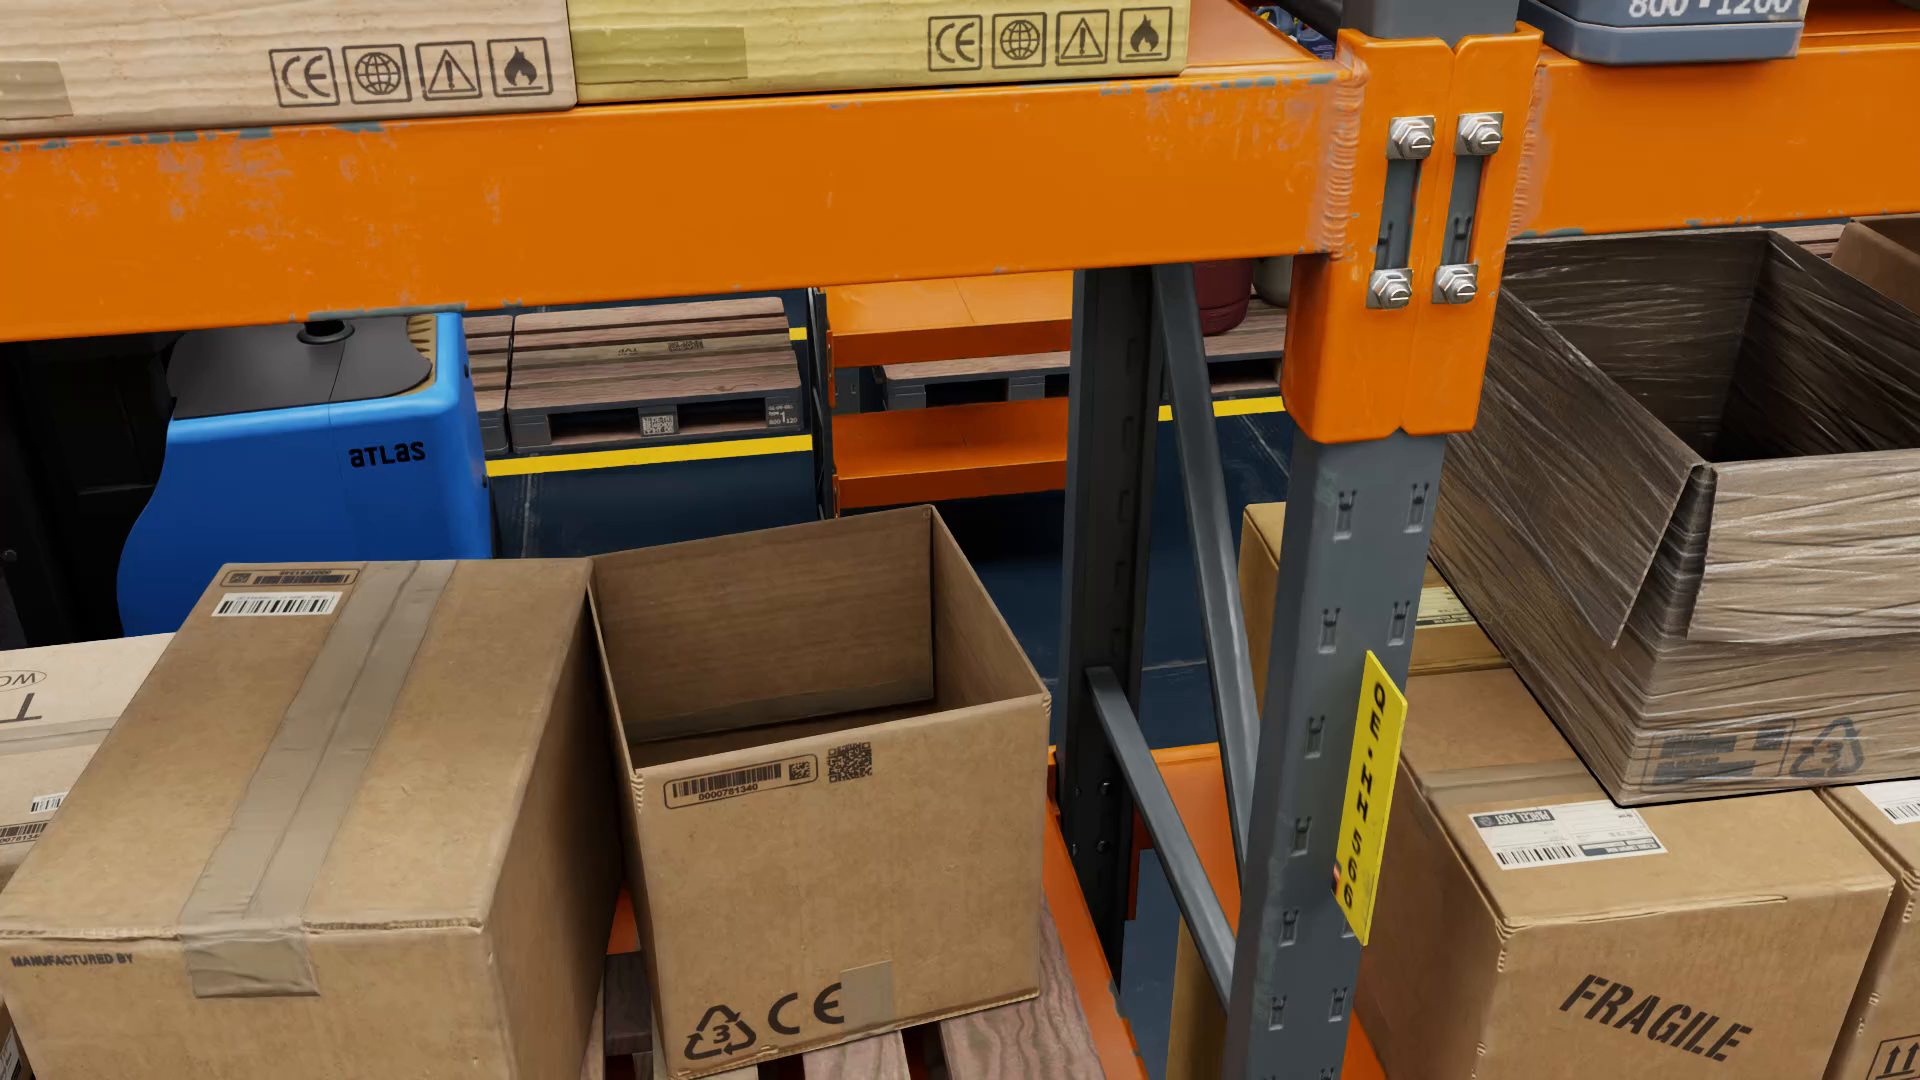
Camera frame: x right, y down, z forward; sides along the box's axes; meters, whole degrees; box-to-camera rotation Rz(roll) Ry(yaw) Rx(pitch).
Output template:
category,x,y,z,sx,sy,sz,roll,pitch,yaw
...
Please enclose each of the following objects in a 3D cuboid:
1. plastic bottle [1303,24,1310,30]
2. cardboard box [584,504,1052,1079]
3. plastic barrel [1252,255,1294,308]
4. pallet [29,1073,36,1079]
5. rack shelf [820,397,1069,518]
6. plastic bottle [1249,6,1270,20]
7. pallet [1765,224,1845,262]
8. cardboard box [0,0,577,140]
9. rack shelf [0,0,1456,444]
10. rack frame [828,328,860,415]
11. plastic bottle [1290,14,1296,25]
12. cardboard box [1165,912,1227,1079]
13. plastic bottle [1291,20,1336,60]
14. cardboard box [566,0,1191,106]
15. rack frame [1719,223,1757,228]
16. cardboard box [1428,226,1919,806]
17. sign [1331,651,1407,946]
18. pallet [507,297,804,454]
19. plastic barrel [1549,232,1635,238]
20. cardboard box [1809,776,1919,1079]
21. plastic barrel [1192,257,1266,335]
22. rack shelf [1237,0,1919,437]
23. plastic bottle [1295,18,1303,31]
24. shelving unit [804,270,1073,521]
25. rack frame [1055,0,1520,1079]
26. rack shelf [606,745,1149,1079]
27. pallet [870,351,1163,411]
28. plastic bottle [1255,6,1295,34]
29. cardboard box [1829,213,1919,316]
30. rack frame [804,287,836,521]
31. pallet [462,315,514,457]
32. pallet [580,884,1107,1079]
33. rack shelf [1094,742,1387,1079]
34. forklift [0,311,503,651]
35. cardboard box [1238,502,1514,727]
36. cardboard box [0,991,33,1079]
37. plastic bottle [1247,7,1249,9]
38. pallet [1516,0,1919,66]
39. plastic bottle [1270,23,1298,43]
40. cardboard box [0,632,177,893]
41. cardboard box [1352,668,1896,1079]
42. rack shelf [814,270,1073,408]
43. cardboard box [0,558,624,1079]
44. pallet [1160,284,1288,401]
category,x,y,z,sx,sy,sz,roll,pitch,yaw
plastic bottle,1.582,-2.353,7.420,0.097,0.271,0.097,0,30,0
cardboard box,-0.202,0.316,2.240,0.500,0.500,0.500,-9,32,-15
plastic barrel,1.558,-1.359,7.643,0.421,0.512,0.421,0,30,0
pallet,-1.618,0.755,2.196,1.213,0.211,1.003,-5,31,-9
rack shelf,0.007,-0.275,6.090,1.000,0.278,0.538,-5,31,-9
plastic bottle,1.352,-2.354,7.343,0.185,0.351,0.144,-5,31,-9
pallet,4.080,-1.248,8.164,1.213,0.211,1.003,-5,31,-9
cardboard box,-0.588,-0.540,1.397,0.500,0.250,0.500,-5,31,-9
rack shelf,-1.646,-0.329,1.601,4.000,0.370,1.077,-5,31,-9
rack frame,-0.571,-1.998,6.689,0.127,3.000,1.000,-5,31,-9
plastic bottle,1.417,-2.264,7.267,0.097,0.271,0.097,0,30,0
cardboard box,1.004,1.153,3.011,0.875,0.875,1.225,-7,31,-11
plastic bottle,1.435,-1.995,6.732,0.185,0.351,0.144,-5,31,-9
cardboard box,-0.102,-0.592,1.486,0.500,0.250,0.500,-5,31,-9
rack frame,3.364,-2.364,7.310,0.127,3.000,1.000,-5,31,-9
cardboard box,1.044,-0.063,2.310,0.637,0.503,0.797,-4,31,-7
sign,0.429,0.276,1.758,0.005,0.325,0.100,-5,31,-9
pallet,-1.340,-0.745,7.309,1.213,0.211,1.003,-5,31,-9
plastic barrel,2.826,-1.599,7.666,0.708,0.901,0.600,-5,31,-9
cardboard box,1.356,0.471,2.391,0.500,0.500,0.500,-6,31,-10
plastic barrel,1.018,-1.296,7.460,0.708,0.588,0.600,-5,31,-9
rack shelf,2.289,-0.695,2.222,4.000,0.370,1.077,-5,31,-9
plastic bottle,1.486,-2.344,7.405,0.097,0.271,0.097,0,30,0
shelving unit,0.007,-0.486,5.966,1.048,1.125,0.538,-5,31,-9
rack frame,0.322,0.473,2.487,0.053,2.616,0.949,-5,31,-9
rack shelf,-1.646,0.964,2.362,4.000,0.370,1.077,-5,31,-9
pallet,0.197,-0.889,7.554,1.213,0.211,1.003,-5,31,-9
plastic bottle,1.276,-2.058,6.840,0.185,0.351,0.144,-5,31,-9
cardboard box,1.685,-0.121,2.409,0.637,0.503,0.797,-5,31,-8
rack frame,-0.493,-0.439,5.887,0.032,1.125,0.500,-5,31,-9
pallet,-2.537,-0.635,7.122,1.213,0.211,1.003,-5,31,-9
pallet,-0.360,0.672,2.337,1.003,0.211,1.213,-5,31,-9
rack shelf,2.289,0.598,2.983,4.000,0.370,1.077,-5,31,-9
forklift,-3.045,-0.806,4.728,3.031,2.935,1.130,-8,31,-13
cardboard box,0.762,0.259,2.751,0.500,0.500,0.500,-4,31,-7
cardboard box,-1.270,0.635,1.929,0.258,0.266,0.396,-6,31,-10
plastic bottle,1.199,-2.301,7.319,0.133,0.283,0.061,-5,31,-9
pallet,0.945,-0.826,1.922,1.003,0.211,1.213,-4,31,-7
plastic bottle,1.278,-1.950,6.729,0.135,0.276,0.152,-5,31,-9
cardboard box,-1.368,0.393,2.356,0.500,0.250,0.500,-6,31,-10
cardboard box,0.849,0.519,2.309,0.500,0.500,0.500,-4,31,-7
rack shelf,0.007,-0.738,5.818,1.000,0.278,0.538,-5,31,-9
cardboard box,-0.733,0.417,2.069,0.500,0.500,0.700,-1,30,-2
pallet,1.395,-0.999,7.740,1.213,0.211,1.003,-5,31,-9
